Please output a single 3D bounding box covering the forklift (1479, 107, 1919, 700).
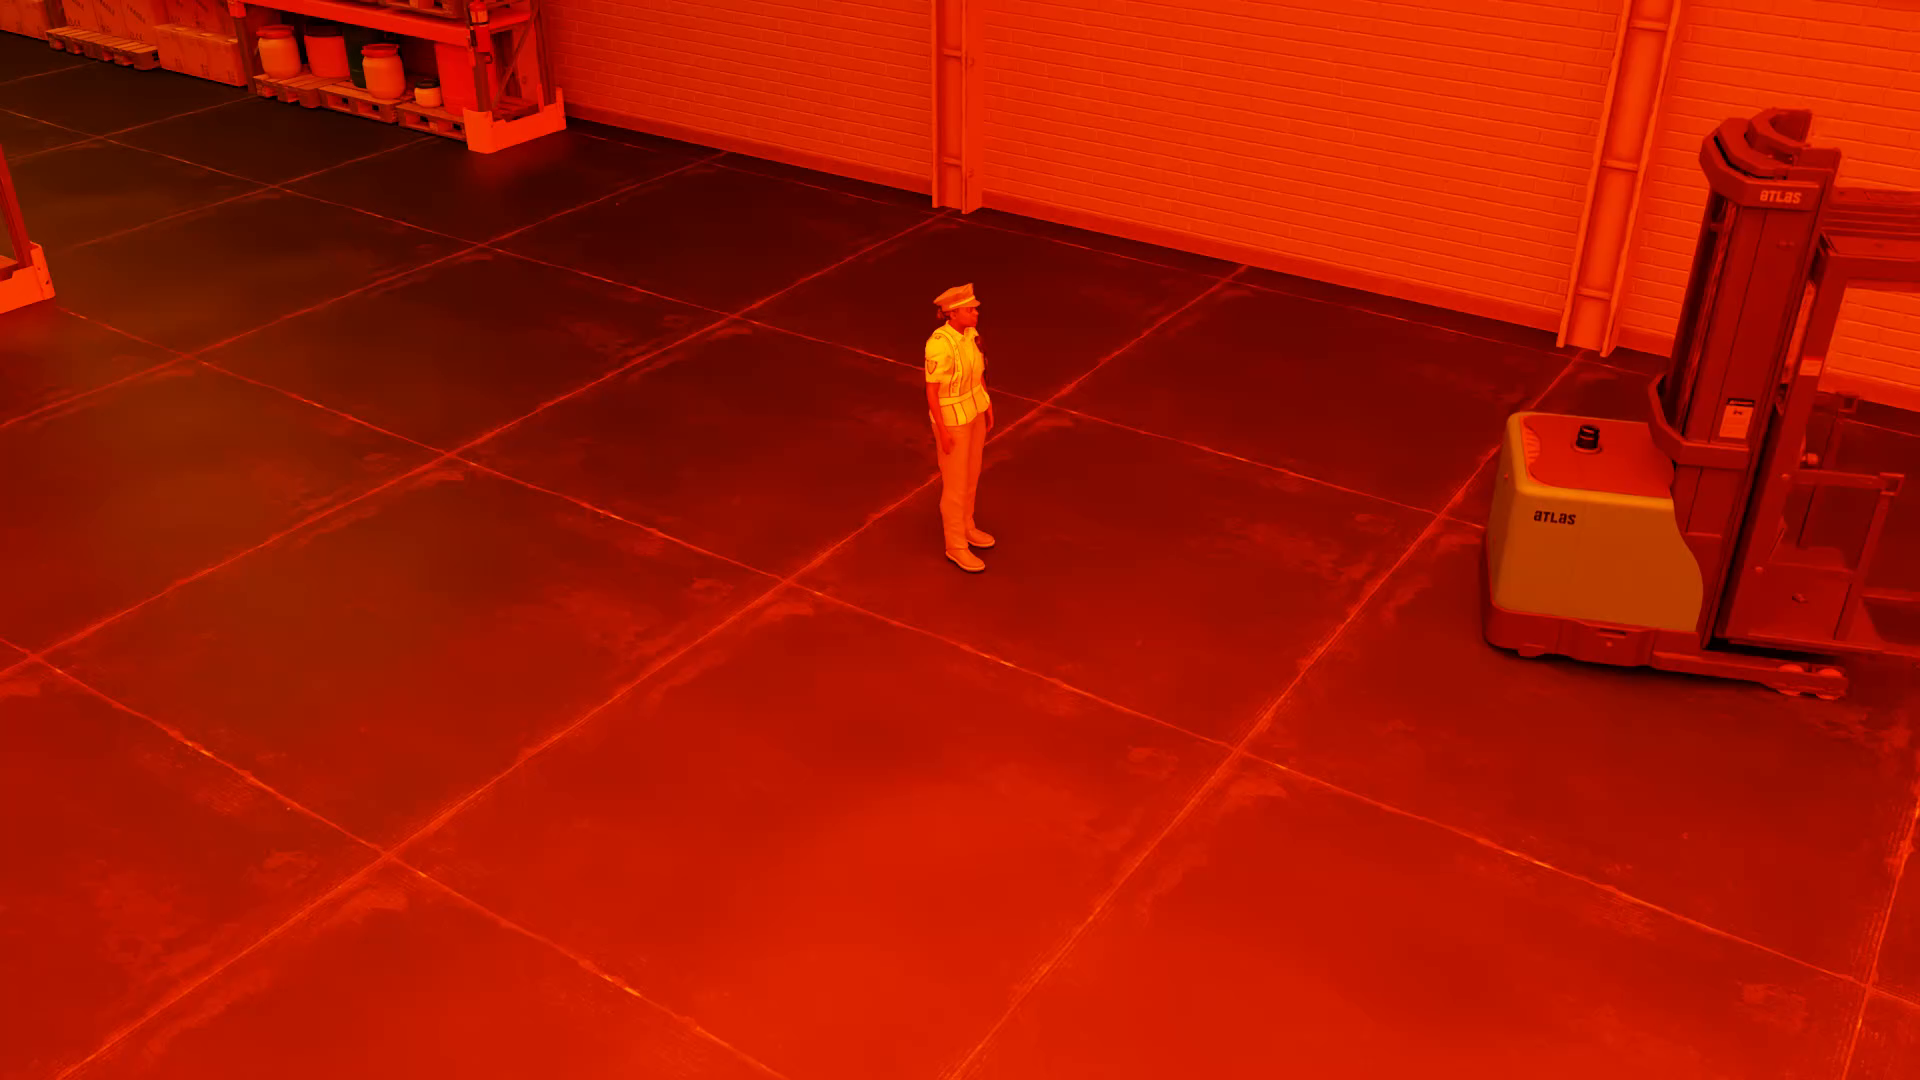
[{"bbox_3d":[4.542,-0.695,8.779,3.031,2.935,1.130,7,31,11],"label":"forklift"}]

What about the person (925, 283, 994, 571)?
[{"bbox_3d":[0.051,-0.710,10.020,0.528,1.695,0.569,19,35,29],"label":"person"}]
